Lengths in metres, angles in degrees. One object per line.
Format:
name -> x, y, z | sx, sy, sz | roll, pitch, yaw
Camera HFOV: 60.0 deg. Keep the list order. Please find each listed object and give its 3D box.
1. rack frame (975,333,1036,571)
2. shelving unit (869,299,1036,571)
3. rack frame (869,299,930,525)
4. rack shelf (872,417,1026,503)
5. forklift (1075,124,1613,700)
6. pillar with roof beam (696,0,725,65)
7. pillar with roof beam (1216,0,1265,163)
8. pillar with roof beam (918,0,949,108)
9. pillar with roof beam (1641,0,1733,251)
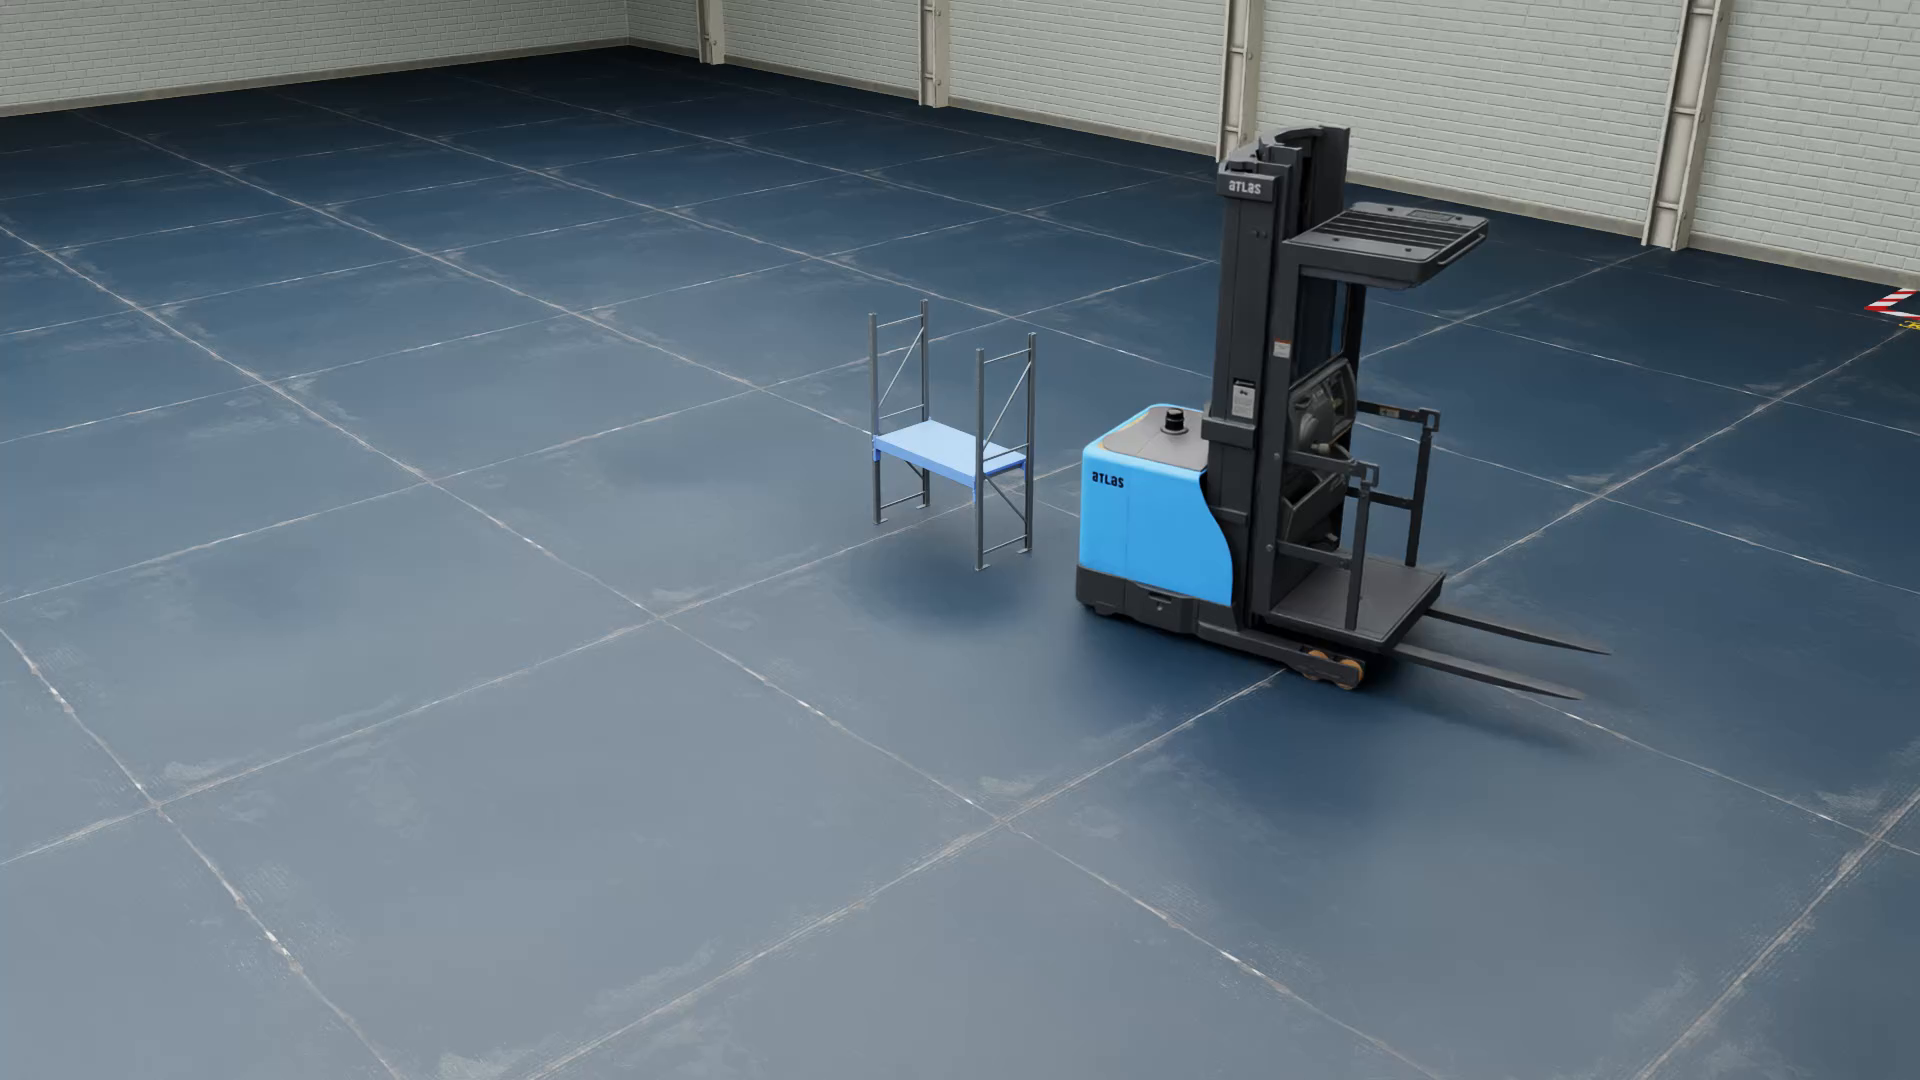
rack frame -> 0.289, -0.554, 10.658 | 0.500, 1.500, 0.032 | -21, 32, -38
shelving unit -> -0.058, -0.708, 10.995 | 0.538, 1.500, 1.048 | -21, 32, -38
rack frame -> -0.406, -0.862, 11.333 | 0.500, 1.500, 0.032 | -21, 32, -38
rack shelf -> -0.058, -0.545, 11.070 | 0.538, 0.185, 1.000 | -21, 32, -38
forklift -> 2.228, -0.740, 9.342 | 3.031, 2.935, 1.130 | 15, 29, 30
pillar with roof beam -> -7.654, -11.584, 25.800 | 9.100, 9.000, 0.400 | -21, 32, -38
pillar with roof beam -> 0.548, -7.948, 17.831 | 9.100, 9.000, 0.400 | -21, 32, -38
pillar with roof beam -> -3.553, -9.766, 21.816 | 9.100, 9.000, 0.400 | -21, 32, -38
pillar with roof beam -> 4.649, -6.131, 13.846 | 9.100, 9.000, 0.400 | -21, 32, -38
